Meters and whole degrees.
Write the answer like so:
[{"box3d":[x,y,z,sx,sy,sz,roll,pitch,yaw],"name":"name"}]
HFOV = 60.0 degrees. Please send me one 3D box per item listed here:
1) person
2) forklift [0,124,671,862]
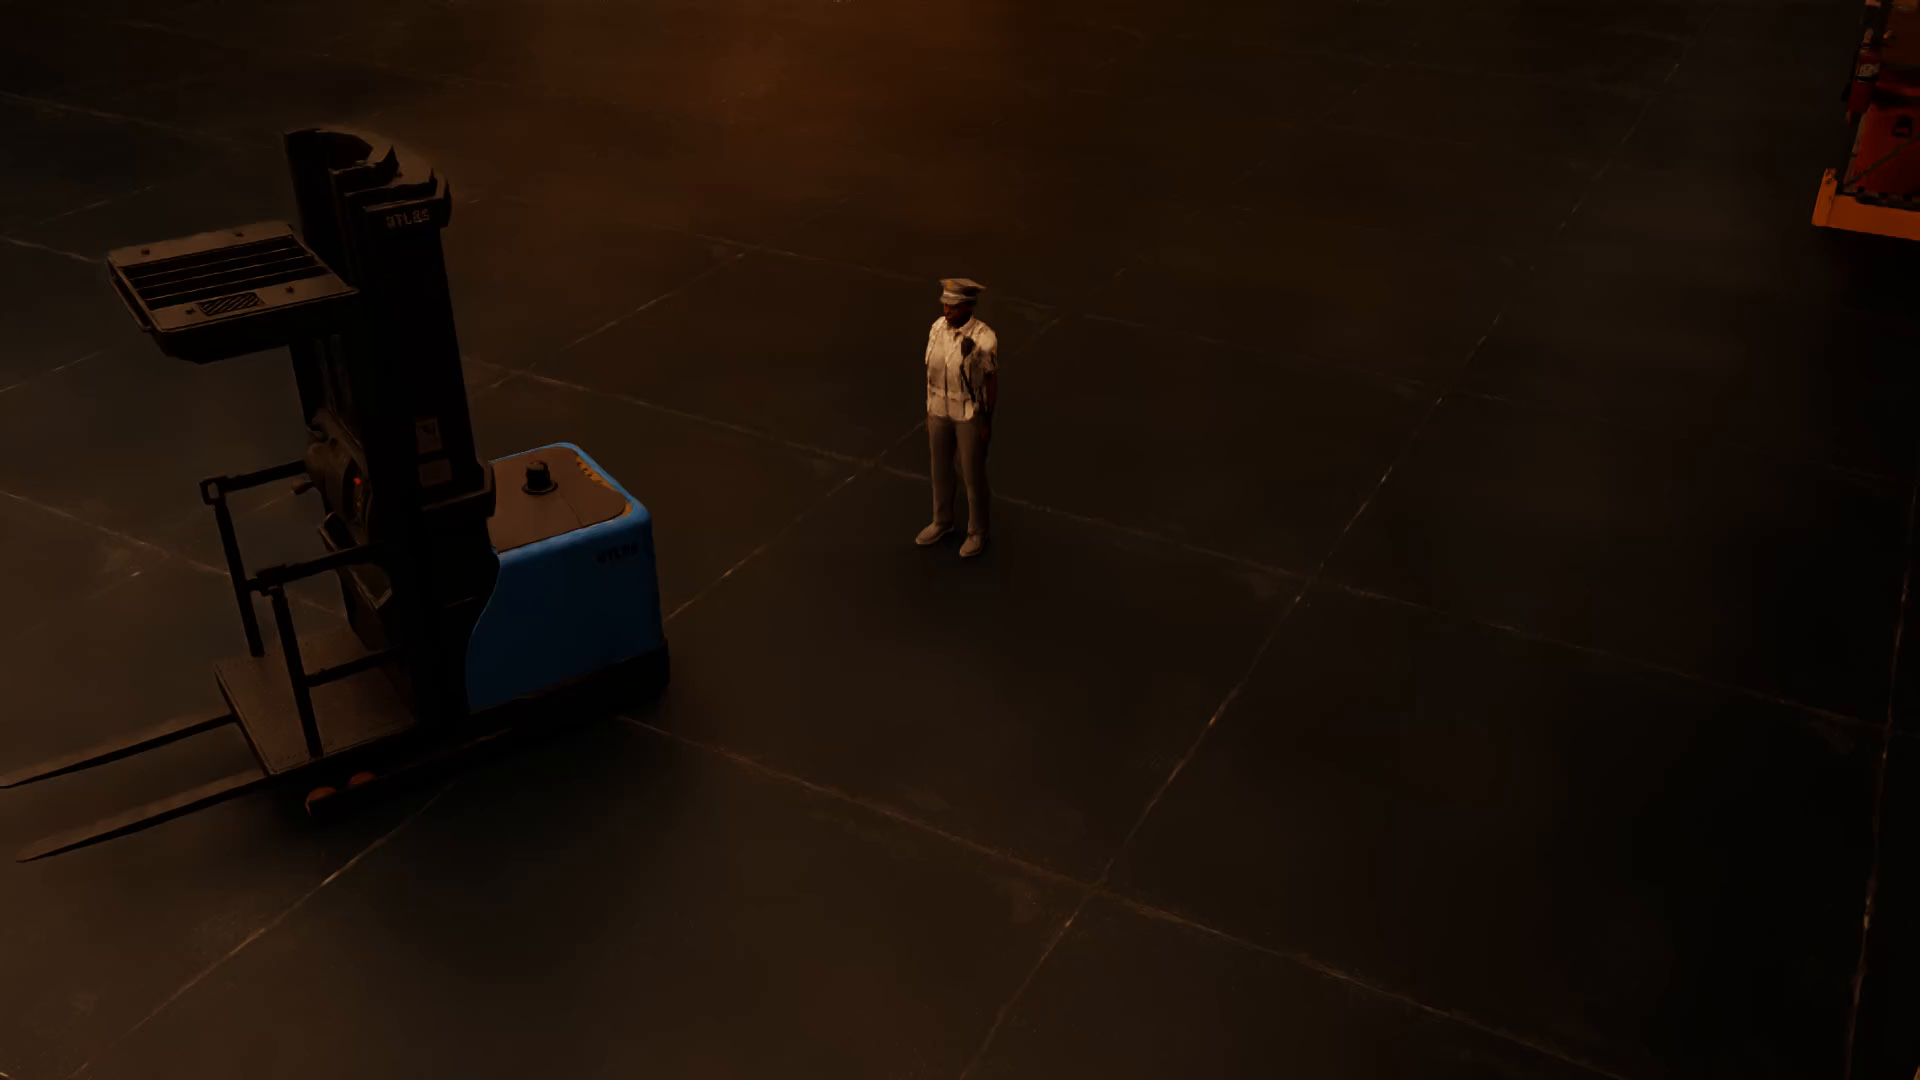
[{"box3d":[-0.016,-0.721,9.570,0.446,1.688,0.338,15,33,25],"name":"person"},{"box3d":[-3.003,-0.259,7.520,3.031,2.935,1.130,-19,35,-30],"name":"forklift"}]
